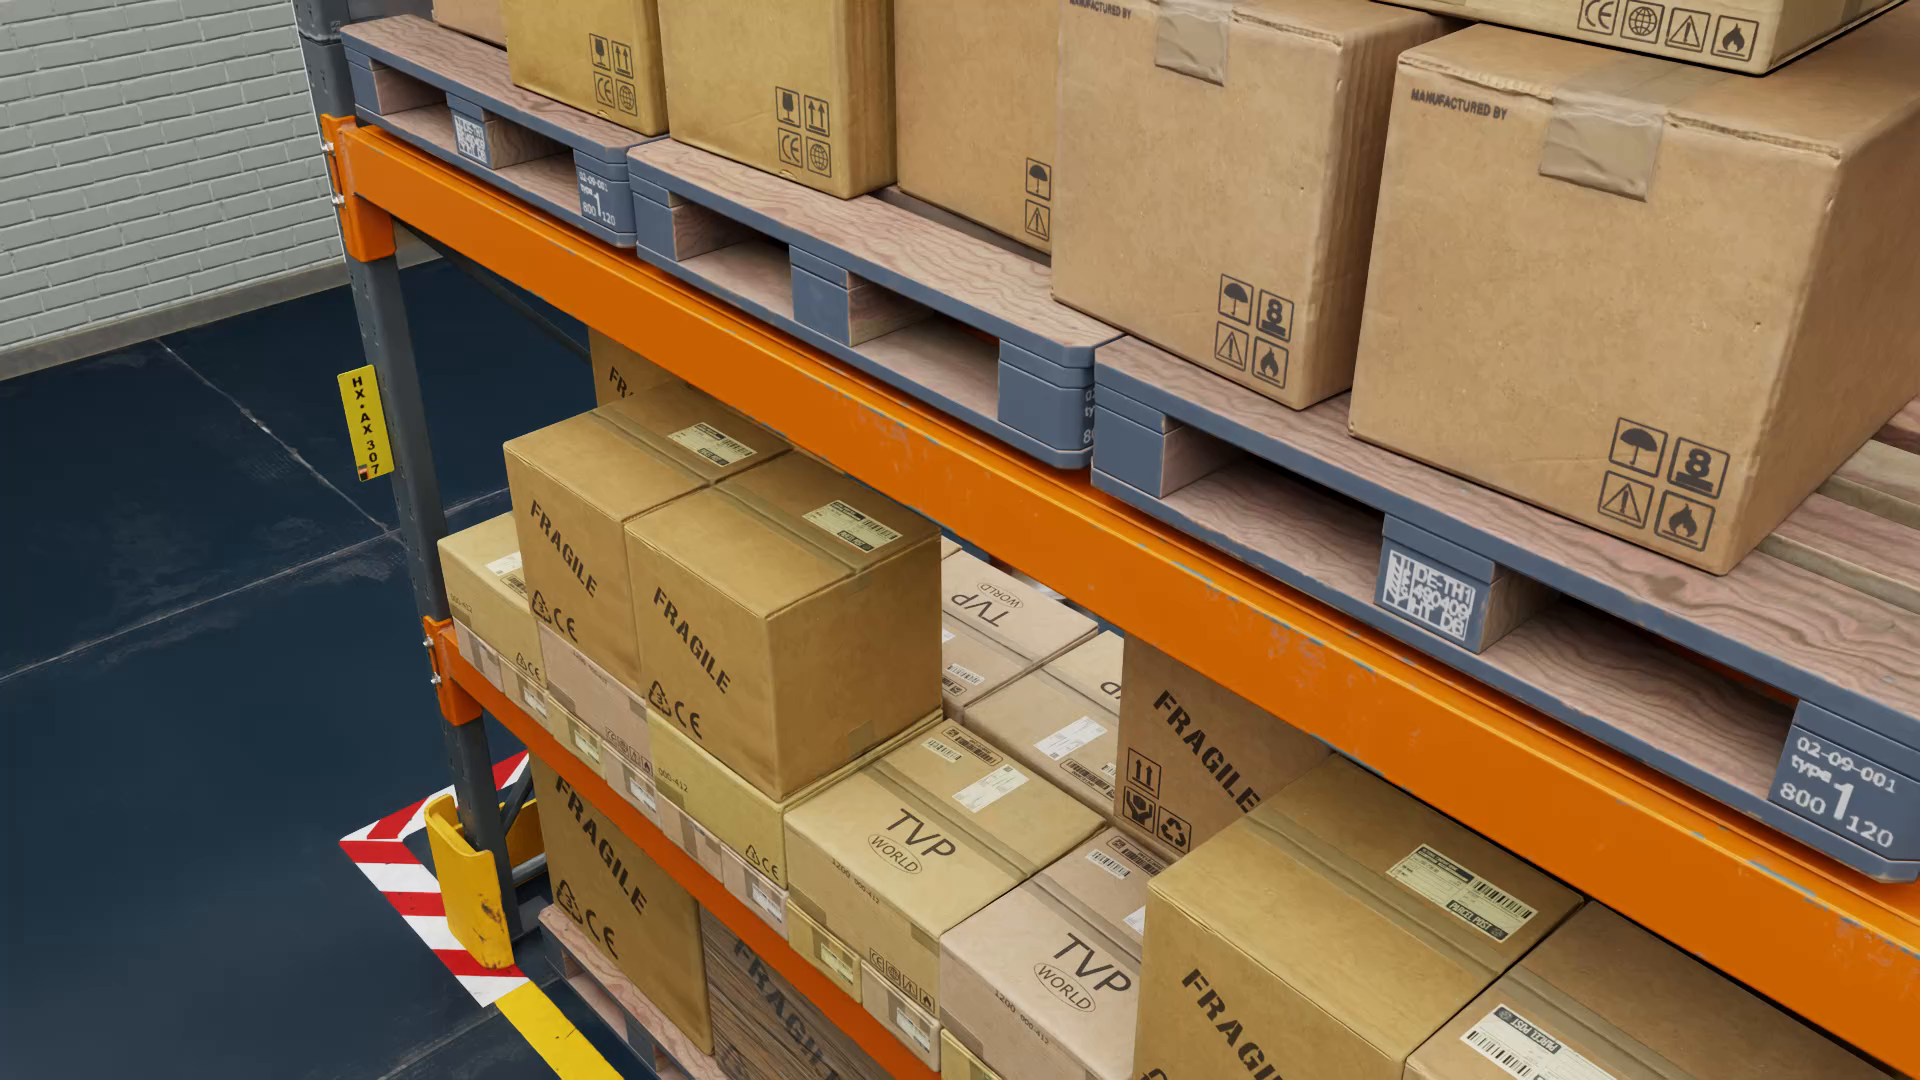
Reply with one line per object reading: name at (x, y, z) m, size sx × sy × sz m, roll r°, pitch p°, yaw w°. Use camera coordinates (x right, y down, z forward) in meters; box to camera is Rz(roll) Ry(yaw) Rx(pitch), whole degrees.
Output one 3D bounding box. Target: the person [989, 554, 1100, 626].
person at (0.336, 0.125, 5.919) m, size 0.562 × 1.765 × 0.368 m, roll -25°, pitch 39°, yaw -34°
